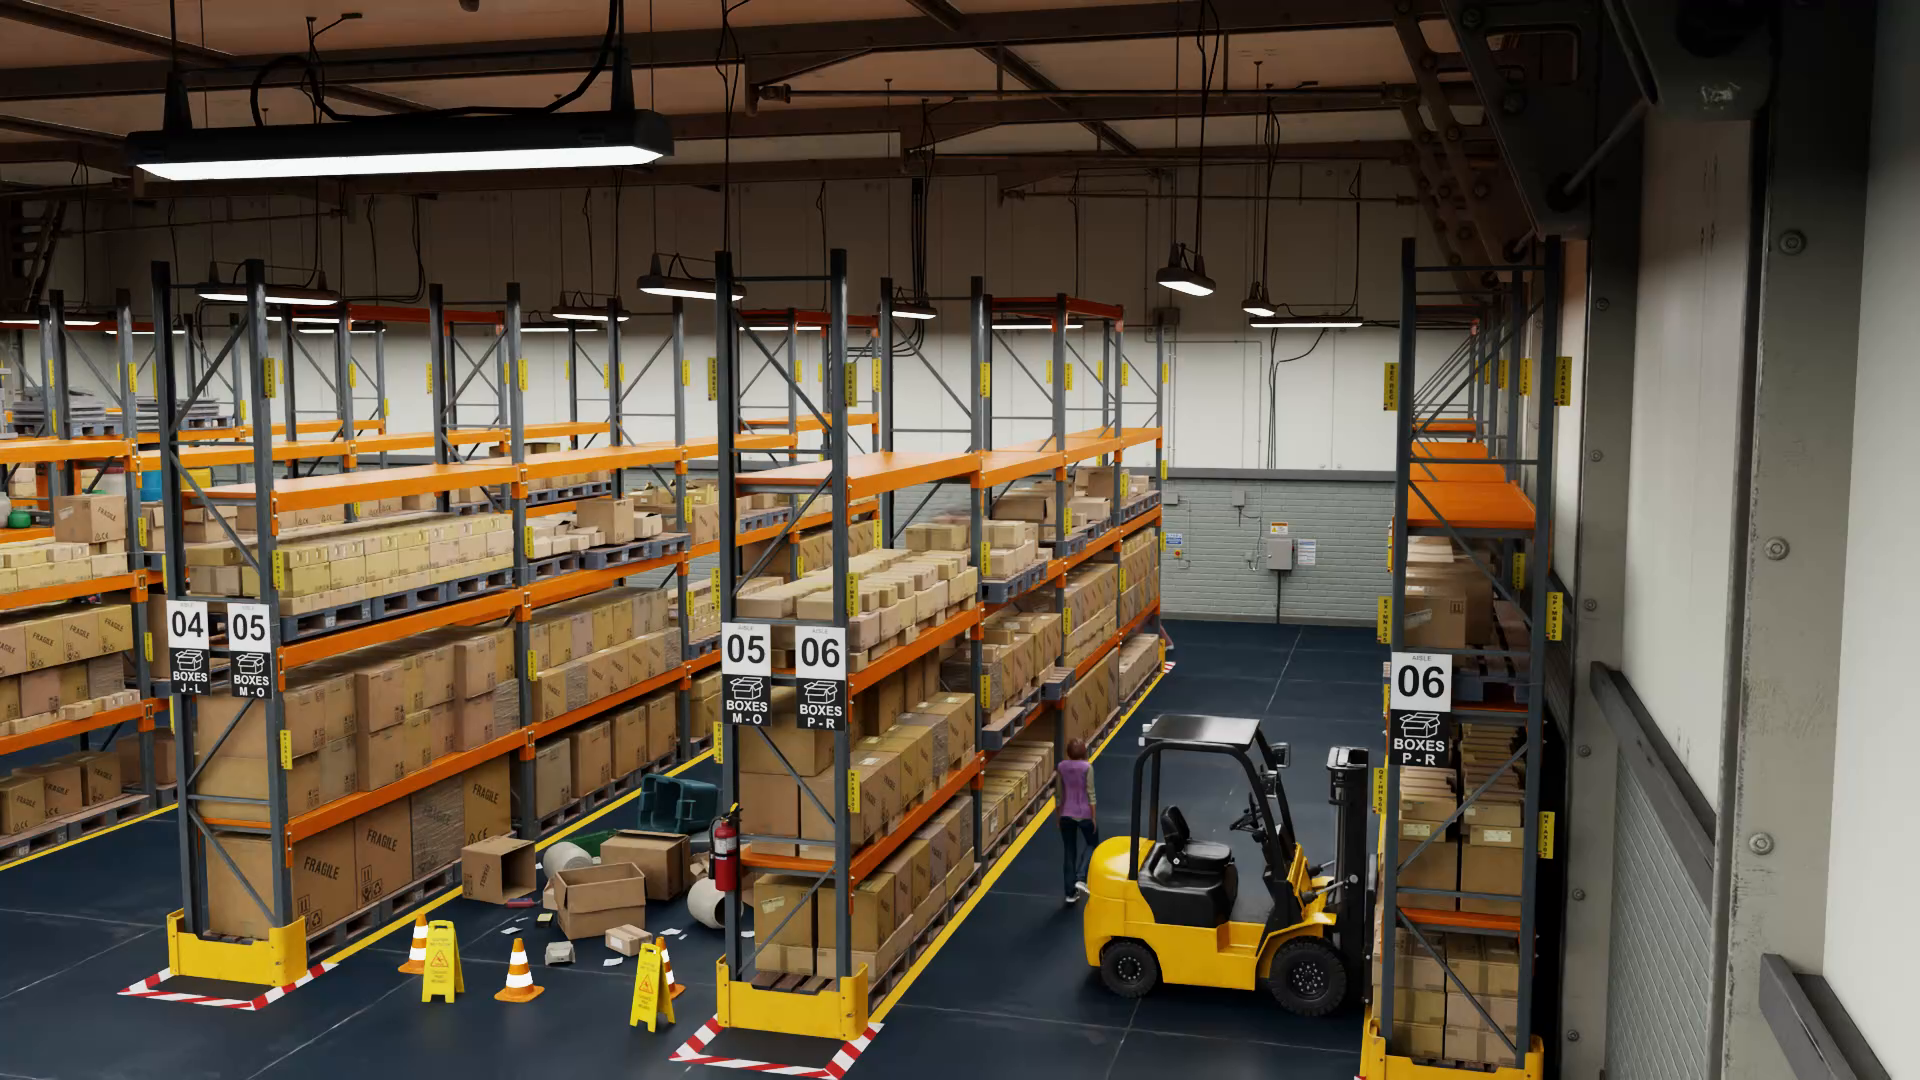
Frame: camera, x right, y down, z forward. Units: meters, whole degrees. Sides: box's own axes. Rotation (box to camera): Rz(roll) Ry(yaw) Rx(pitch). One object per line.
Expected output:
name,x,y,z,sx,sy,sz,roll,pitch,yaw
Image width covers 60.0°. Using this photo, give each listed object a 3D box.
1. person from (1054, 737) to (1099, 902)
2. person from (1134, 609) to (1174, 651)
person,1.114,2.688,16.013,0.451,1.562,0.441,2,6,21
person,3.345,1.215,29.699,0.990,1.631,0.447,0,6,-2
